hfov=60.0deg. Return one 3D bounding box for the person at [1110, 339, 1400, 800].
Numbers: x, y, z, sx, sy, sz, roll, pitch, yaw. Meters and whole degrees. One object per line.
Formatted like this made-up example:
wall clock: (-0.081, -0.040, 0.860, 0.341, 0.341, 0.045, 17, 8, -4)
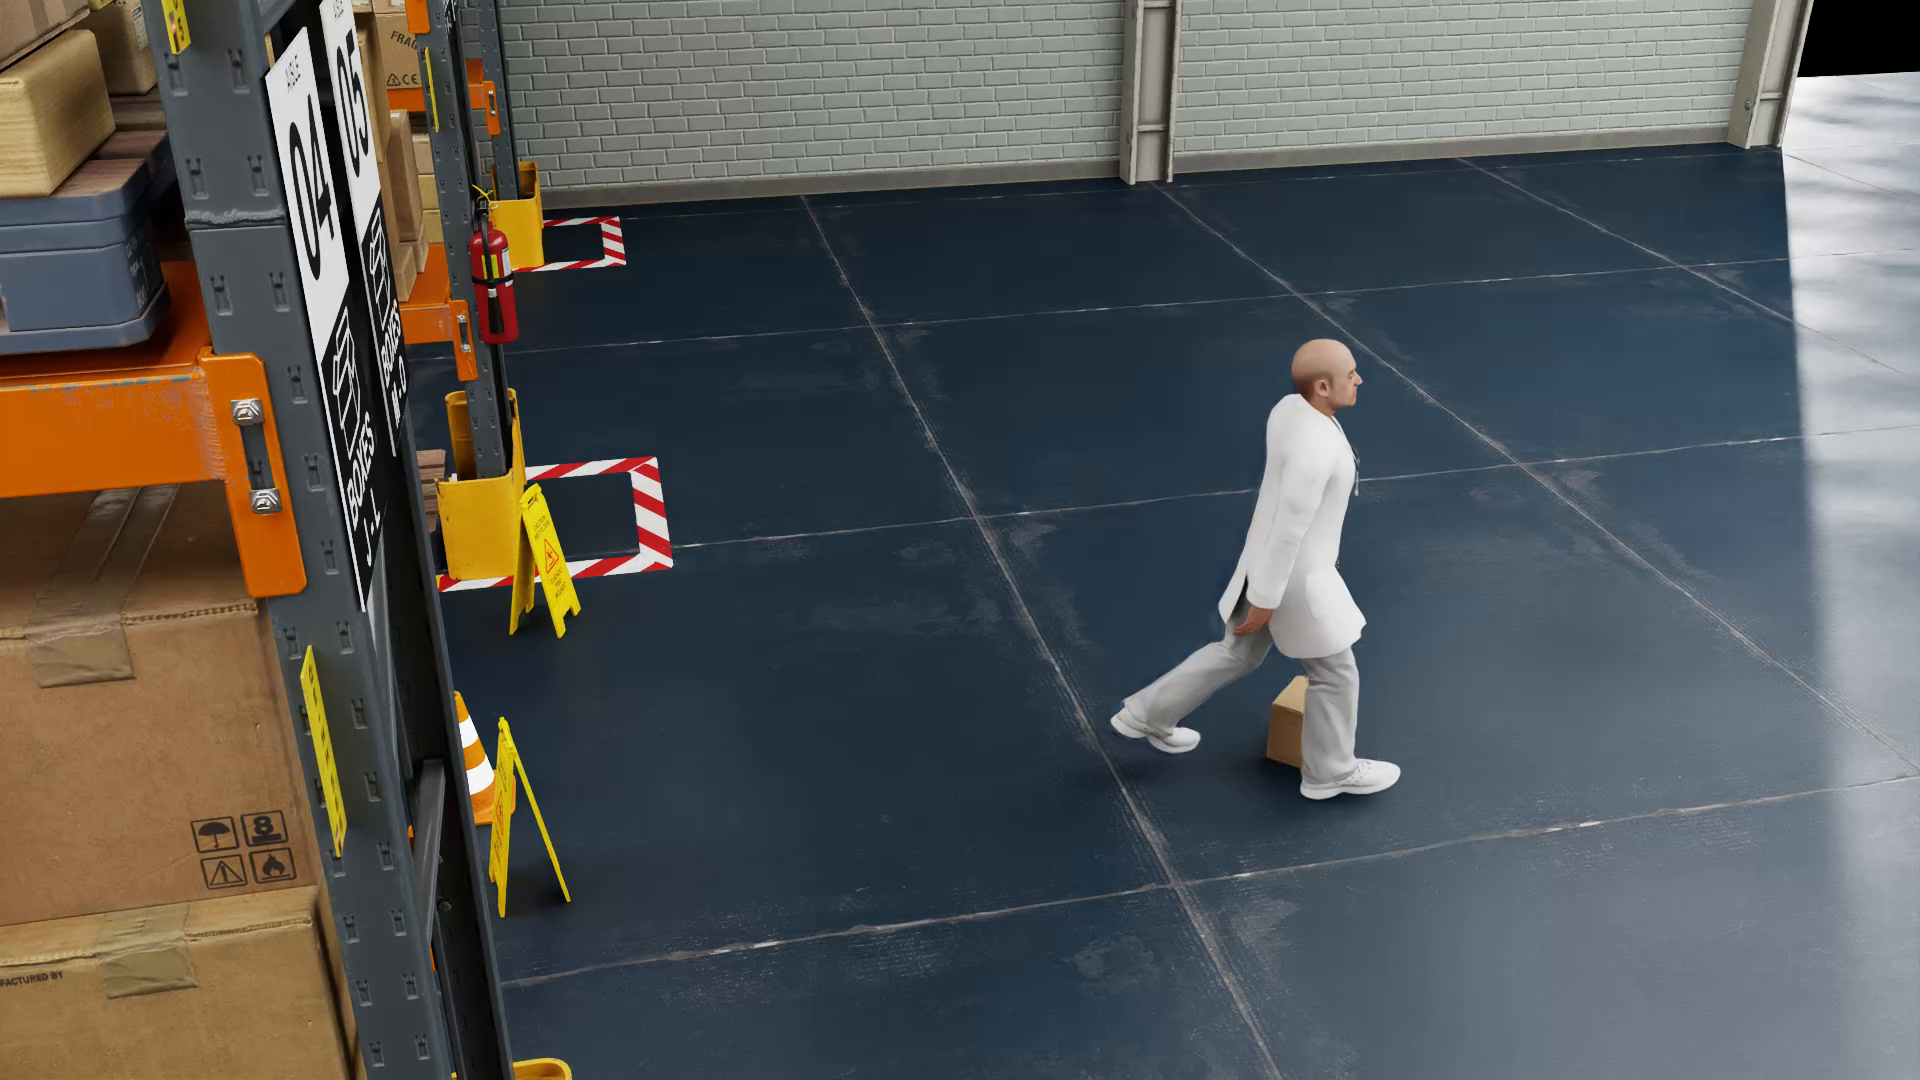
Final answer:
person: (1.098, 0.117, 5.901, 1.058, 1.744, 0.554, -2, 26, -5)
